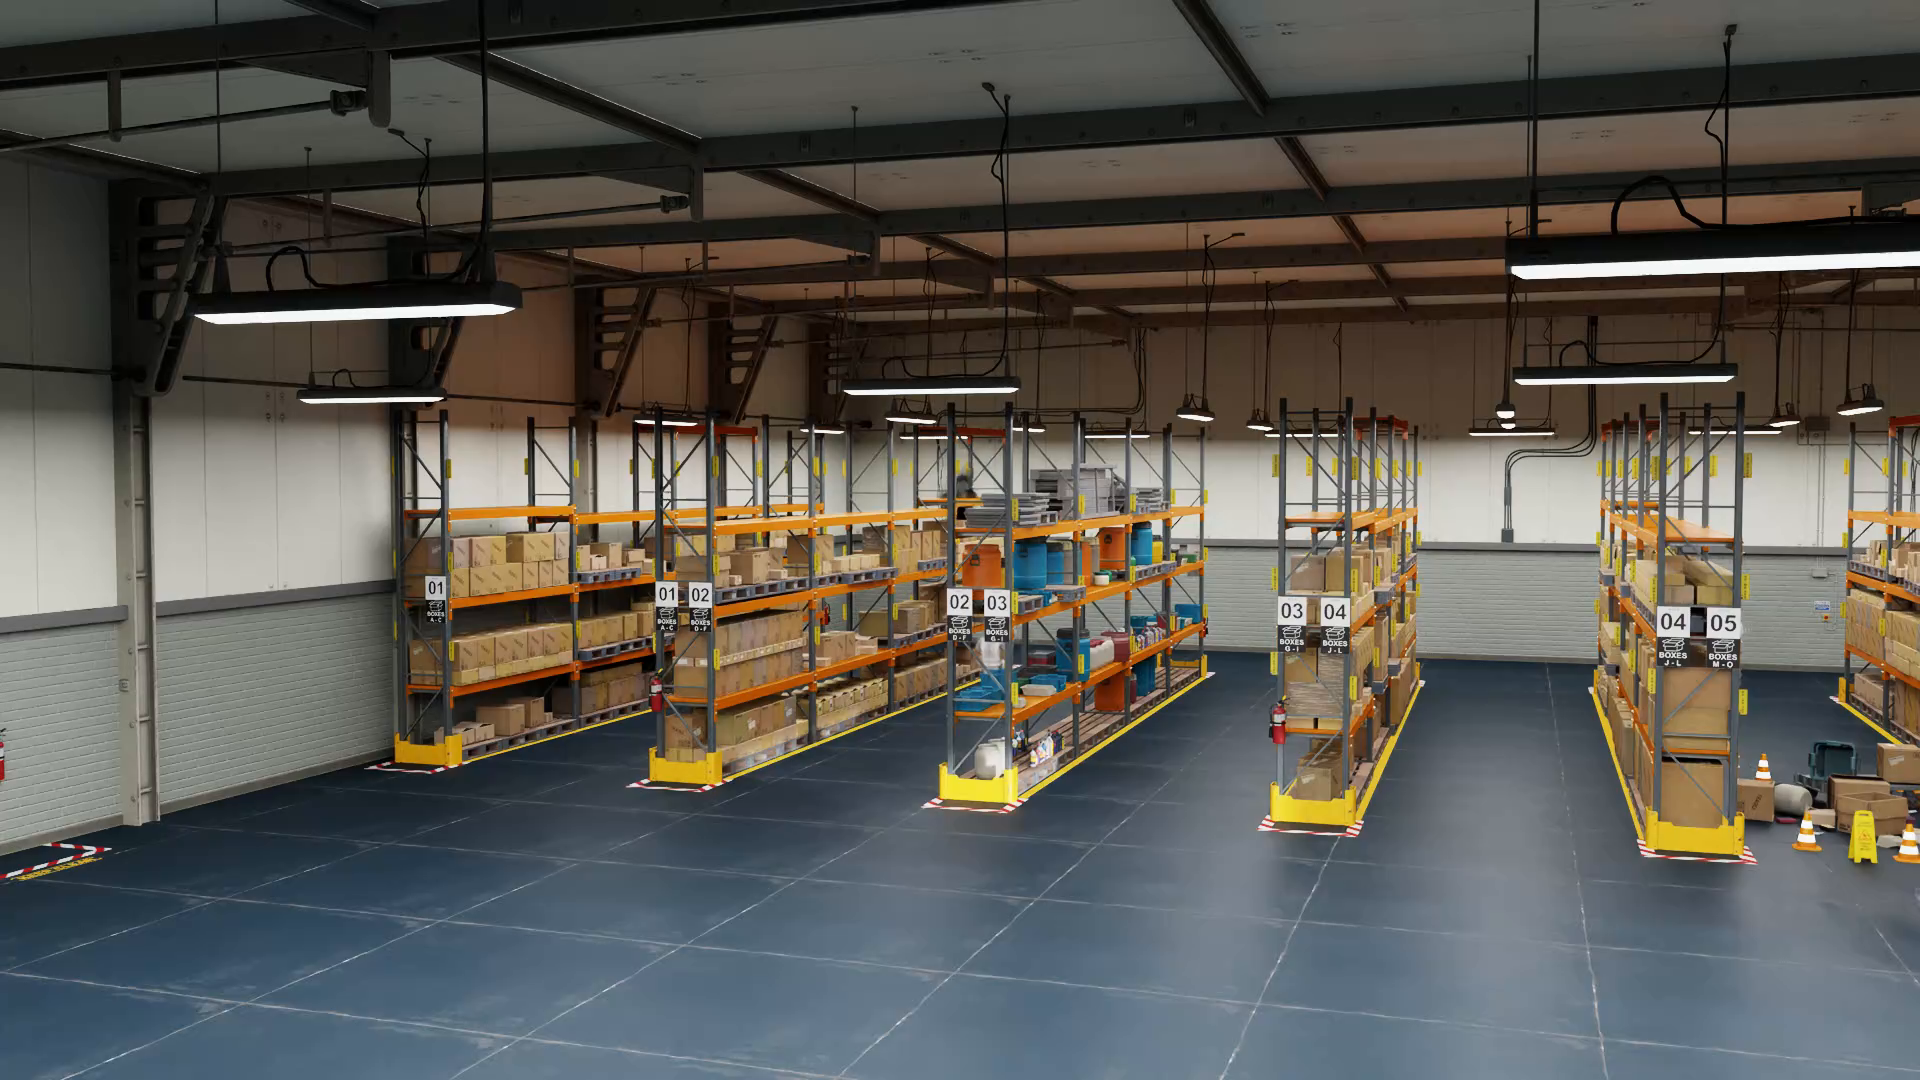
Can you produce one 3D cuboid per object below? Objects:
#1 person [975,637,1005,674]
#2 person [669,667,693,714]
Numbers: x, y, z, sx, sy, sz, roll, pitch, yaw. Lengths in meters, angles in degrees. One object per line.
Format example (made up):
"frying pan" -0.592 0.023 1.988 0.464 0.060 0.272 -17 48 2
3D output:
"person" 0.610 2.637 34.593 0.685 1.757 0.614 1 3 14
"person" -5.180 2.844 31.083 0.587 1.628 0.838 0 2 9
